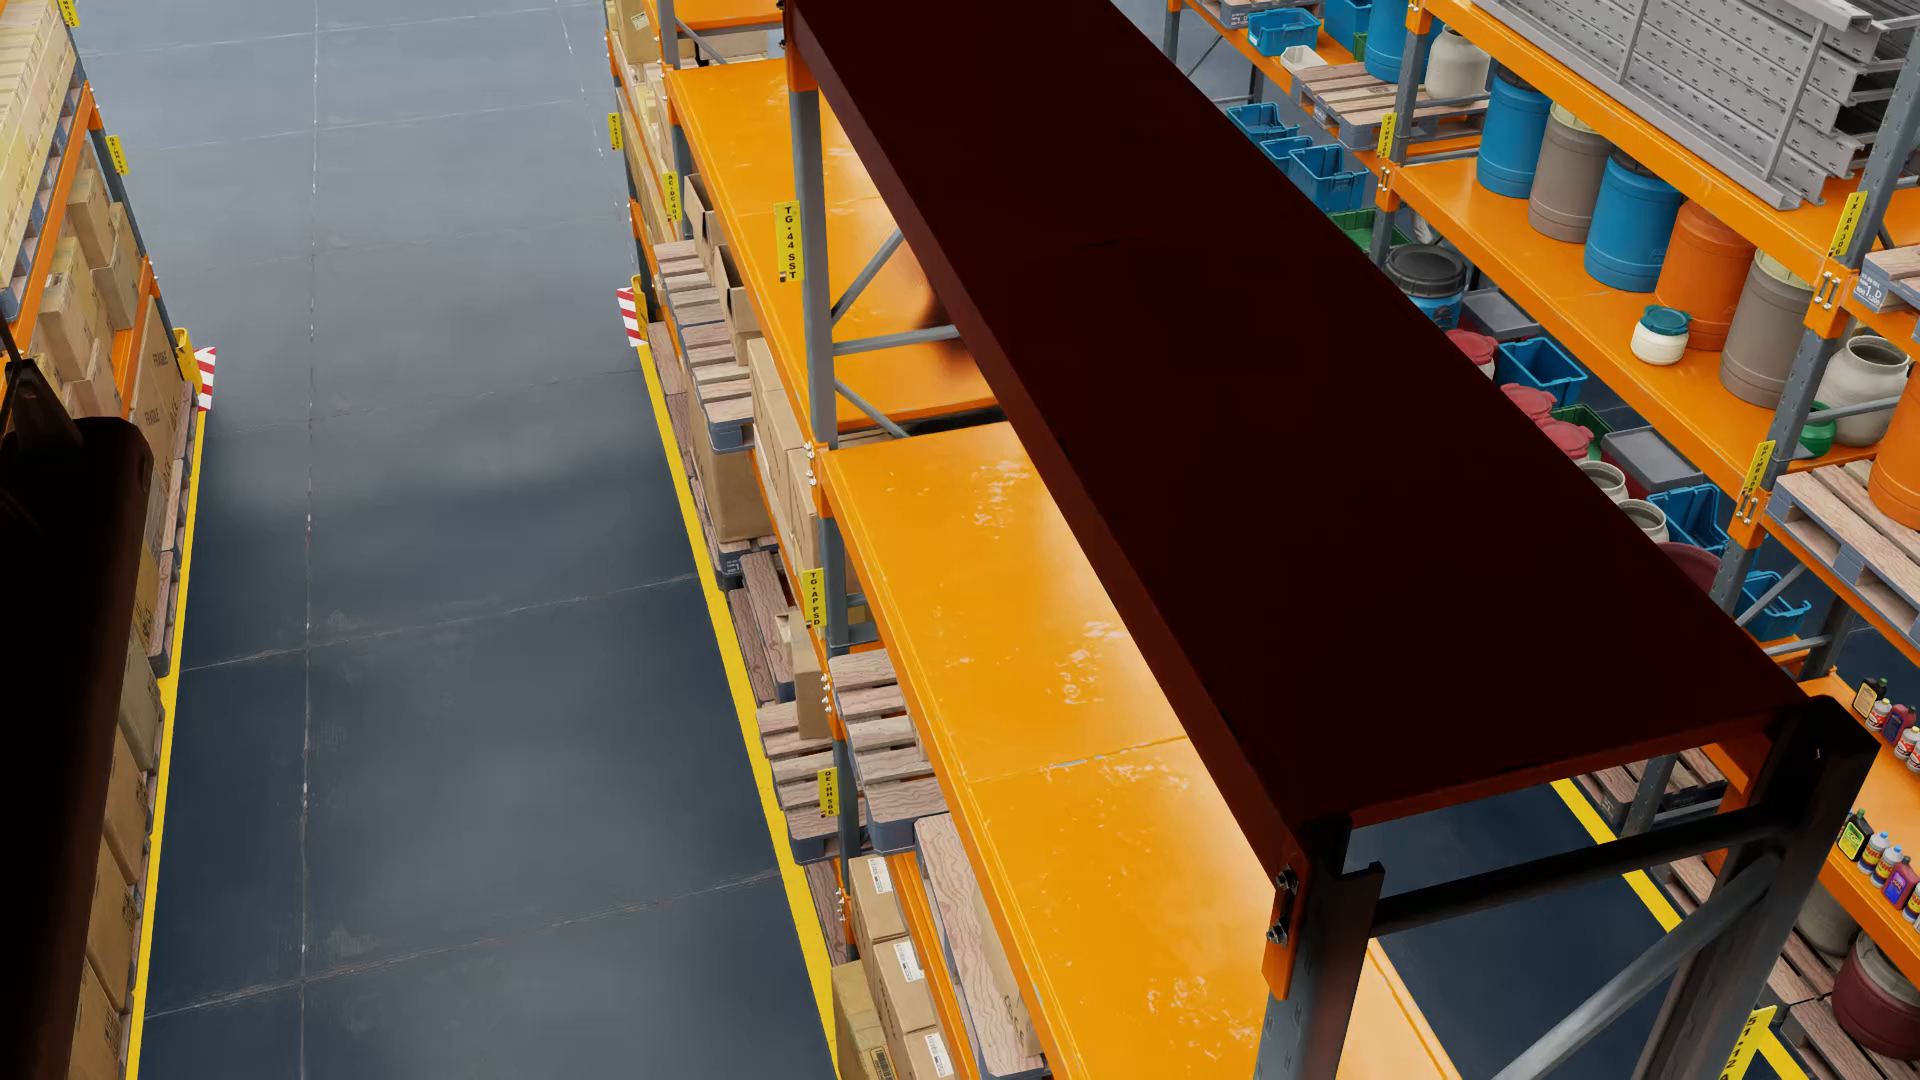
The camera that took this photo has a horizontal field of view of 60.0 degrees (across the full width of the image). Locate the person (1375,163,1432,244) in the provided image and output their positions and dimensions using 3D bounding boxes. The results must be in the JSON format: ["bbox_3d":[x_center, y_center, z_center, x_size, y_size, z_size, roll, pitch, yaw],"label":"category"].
[{"bbox_3d":[4.244,-3.310,15.682,0.597,1.678,0.905,-25,45,-28],"label":"person"}]
